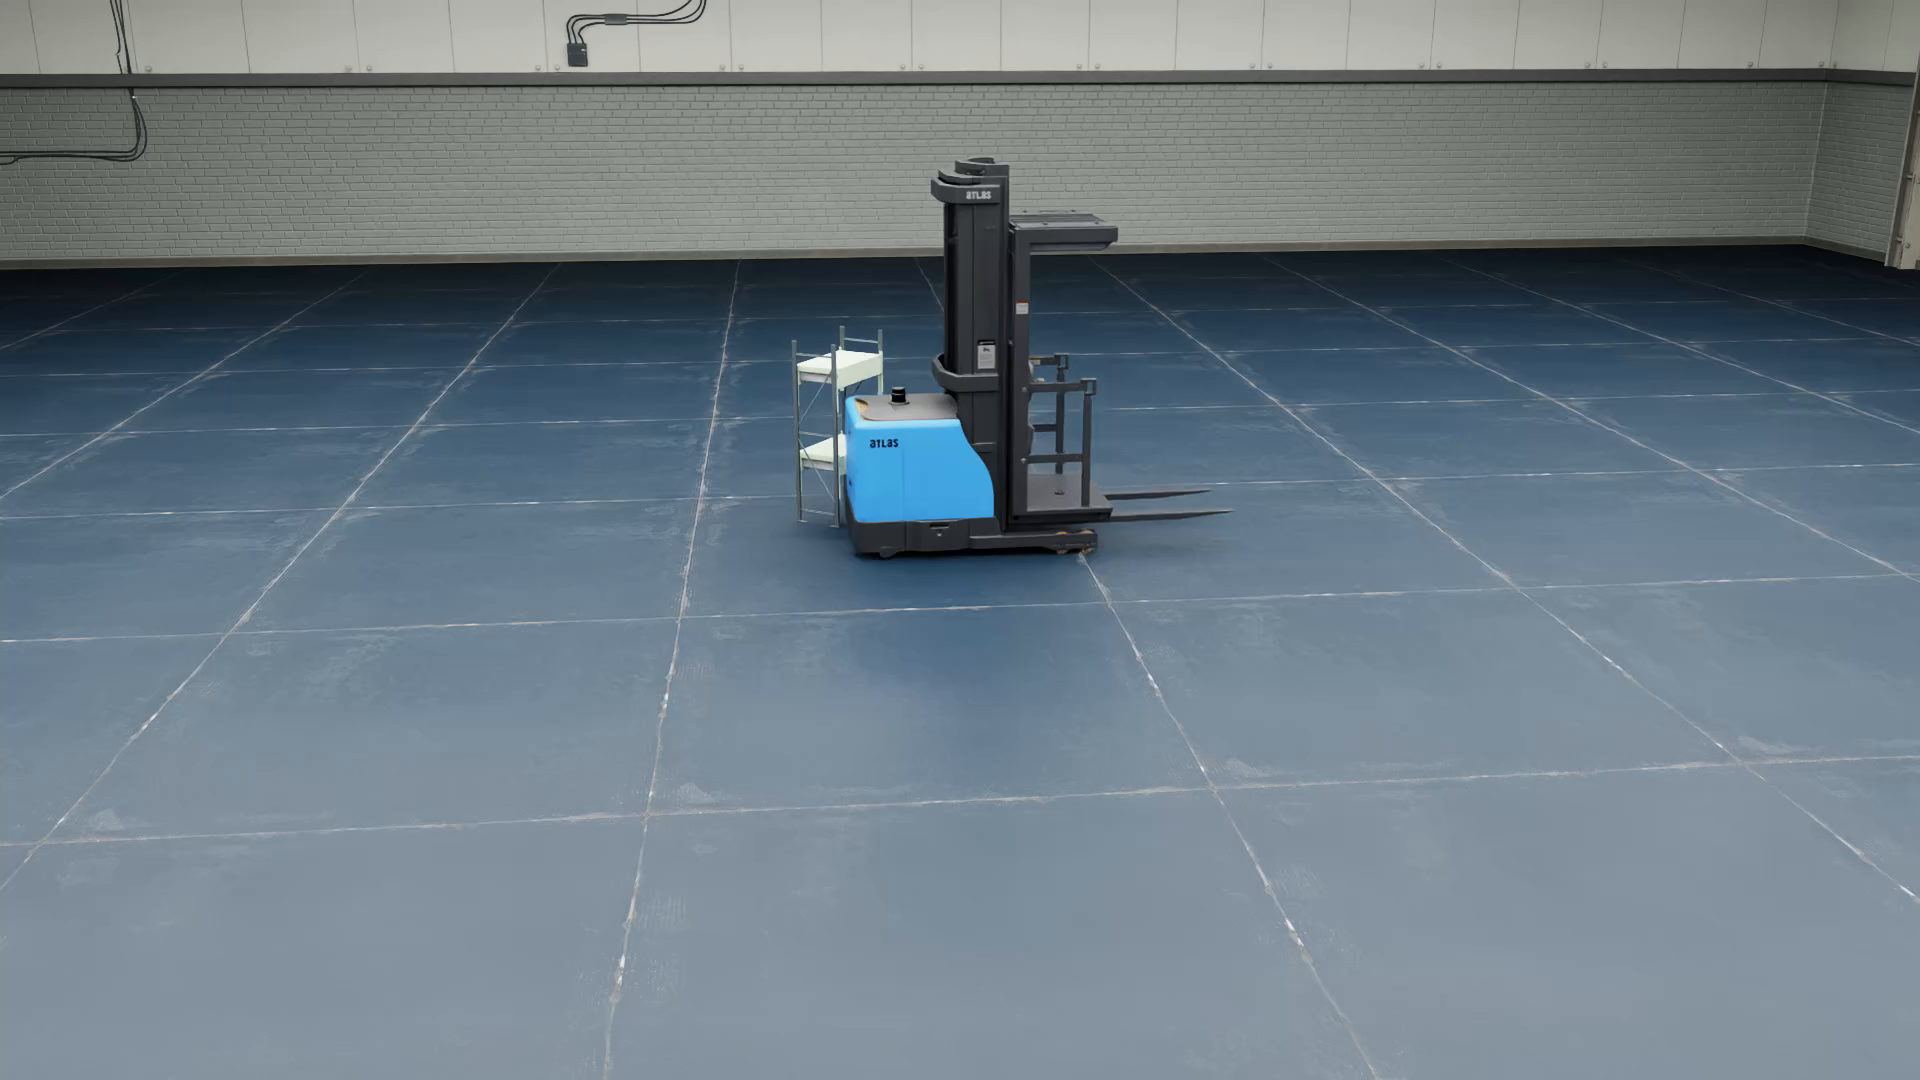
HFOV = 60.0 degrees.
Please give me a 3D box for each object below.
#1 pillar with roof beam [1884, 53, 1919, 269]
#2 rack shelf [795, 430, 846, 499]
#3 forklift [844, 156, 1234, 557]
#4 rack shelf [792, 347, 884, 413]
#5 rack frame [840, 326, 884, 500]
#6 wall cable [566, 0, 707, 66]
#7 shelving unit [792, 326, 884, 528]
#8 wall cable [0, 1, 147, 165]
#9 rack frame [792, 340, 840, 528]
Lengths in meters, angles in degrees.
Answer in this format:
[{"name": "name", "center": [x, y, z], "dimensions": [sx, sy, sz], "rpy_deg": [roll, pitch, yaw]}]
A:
[{"name": "pillar with roof beam", "center": [11.322, -8.688, 25.826], "dimensions": [9.100, 9.000, 0.400], "rpy_deg": [-2, 18, -6]}, {"name": "rack shelf", "center": [-0.987, -0.629, 13.767], "dimensions": [0.431, 0.370, 0.720], "rpy_deg": [9, 20, 26]}, {"name": "forklift", "center": [0.630, -1.450, 12.903], "dimensions": [3.031, 2.935, 1.130], "rpy_deg": [-3, 18, -8]}, {"name": "rack shelf", "center": [-0.987, -1.313, 13.552], "dimensions": [0.431, 0.370, 0.720], "rpy_deg": [9, 20, 26]}, {"name": "rack frame", "center": [-0.818, -1.038, 13.978], "dimensions": [0.400, 1.500, 0.023], "rpy_deg": [9, 20, 26]}, {"name": "wall cable", "center": [-5.273, -10.677, 26.485], "dimensions": [2.305, 6.003, 0.169], "rpy_deg": [-2, 18, -6]}, {"name": "shelving unit", "center": [-0.987, -0.941, 13.669], "dimensions": [0.431, 1.500, 0.755], "rpy_deg": [9, 20, 26]}, {"name": "wall cable", "center": [-14.717, -7.285, 26.541], "dimensions": [3.097, 2.526, 0.112], "rpy_deg": [-2, 18, -6]}, {"name": "rack frame", "center": [-1.157, -0.843, 13.359], "dimensions": [0.400, 1.500, 0.023], "rpy_deg": [9, 20, 26]}]
